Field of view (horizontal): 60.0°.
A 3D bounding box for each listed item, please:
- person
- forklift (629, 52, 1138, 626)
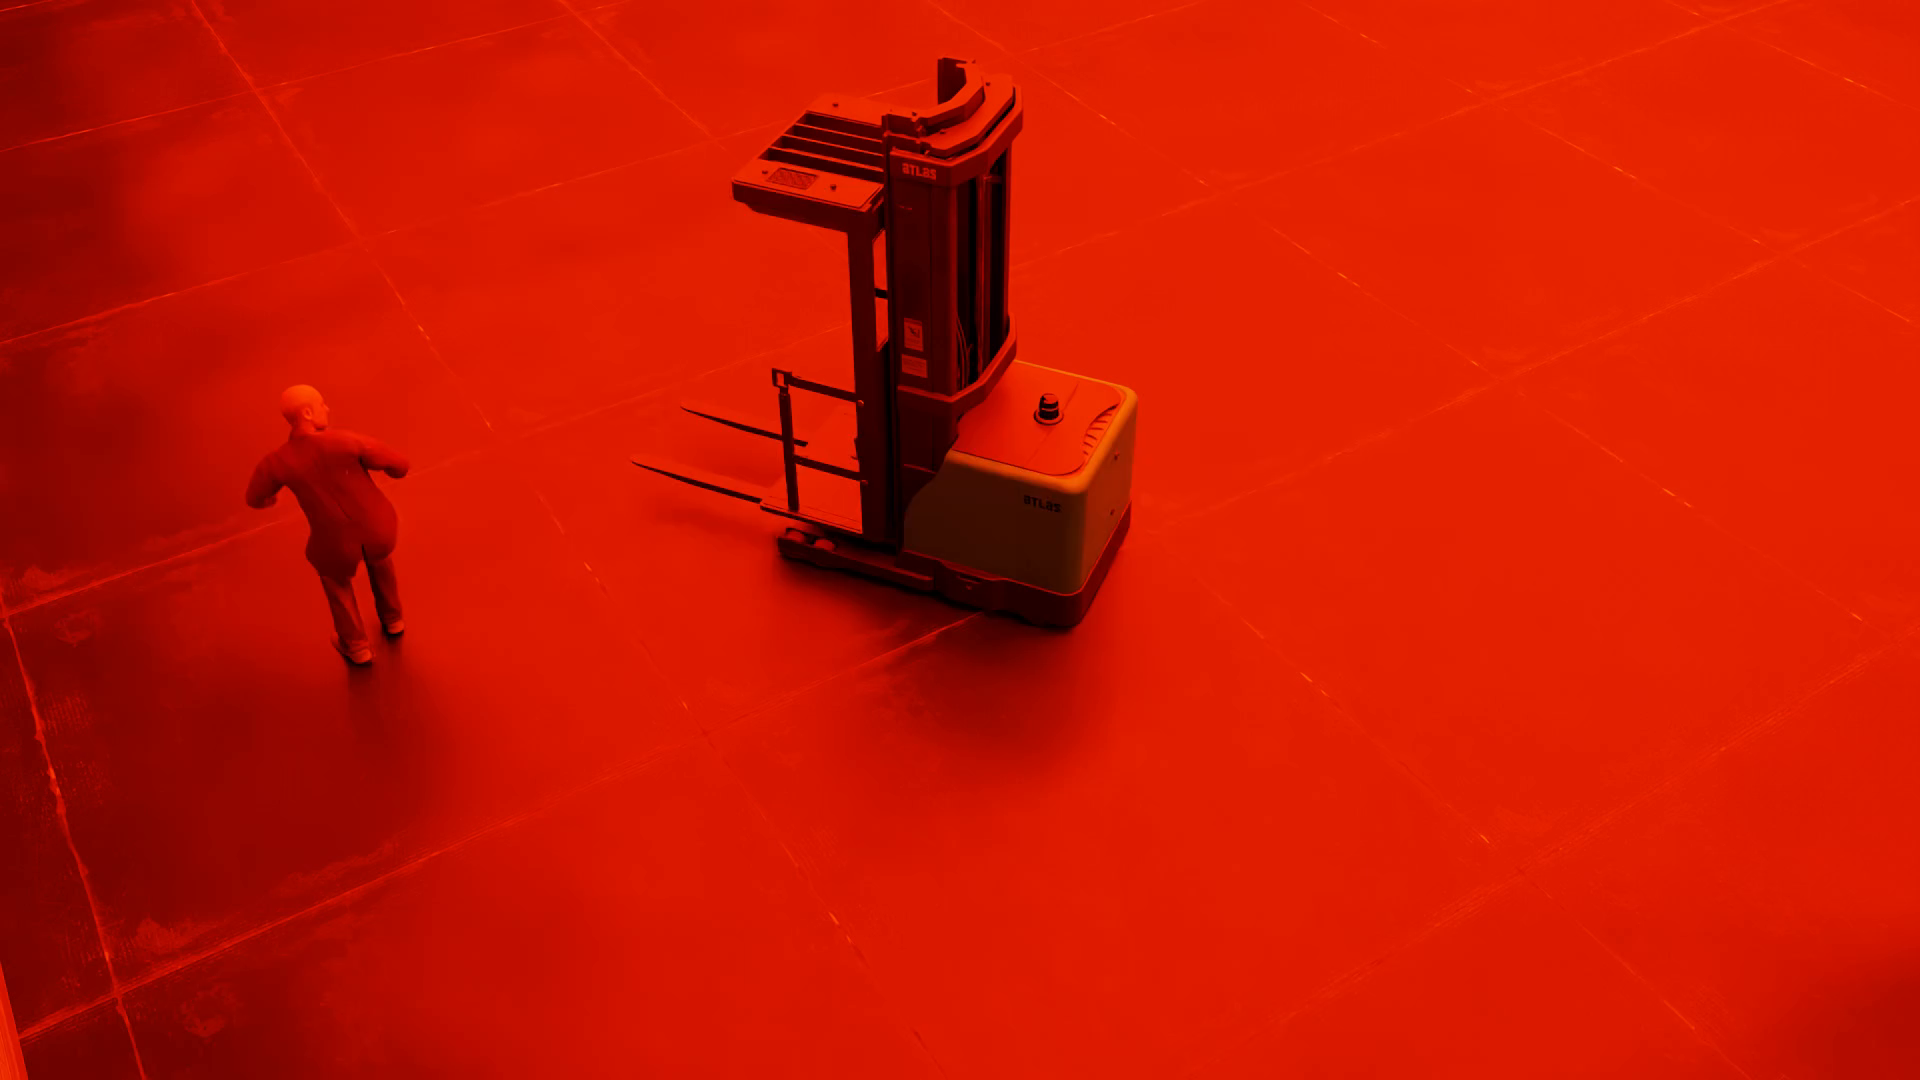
[{"bbox_3d":[-3.358,-0.131,8.988,0.829,1.731,0.644,-18,44,-19],"label":"person"},{"bbox_3d":[-0.536,-1.247,9.298,3.031,2.935,1.130,16,44,17],"label":"forklift"}]
